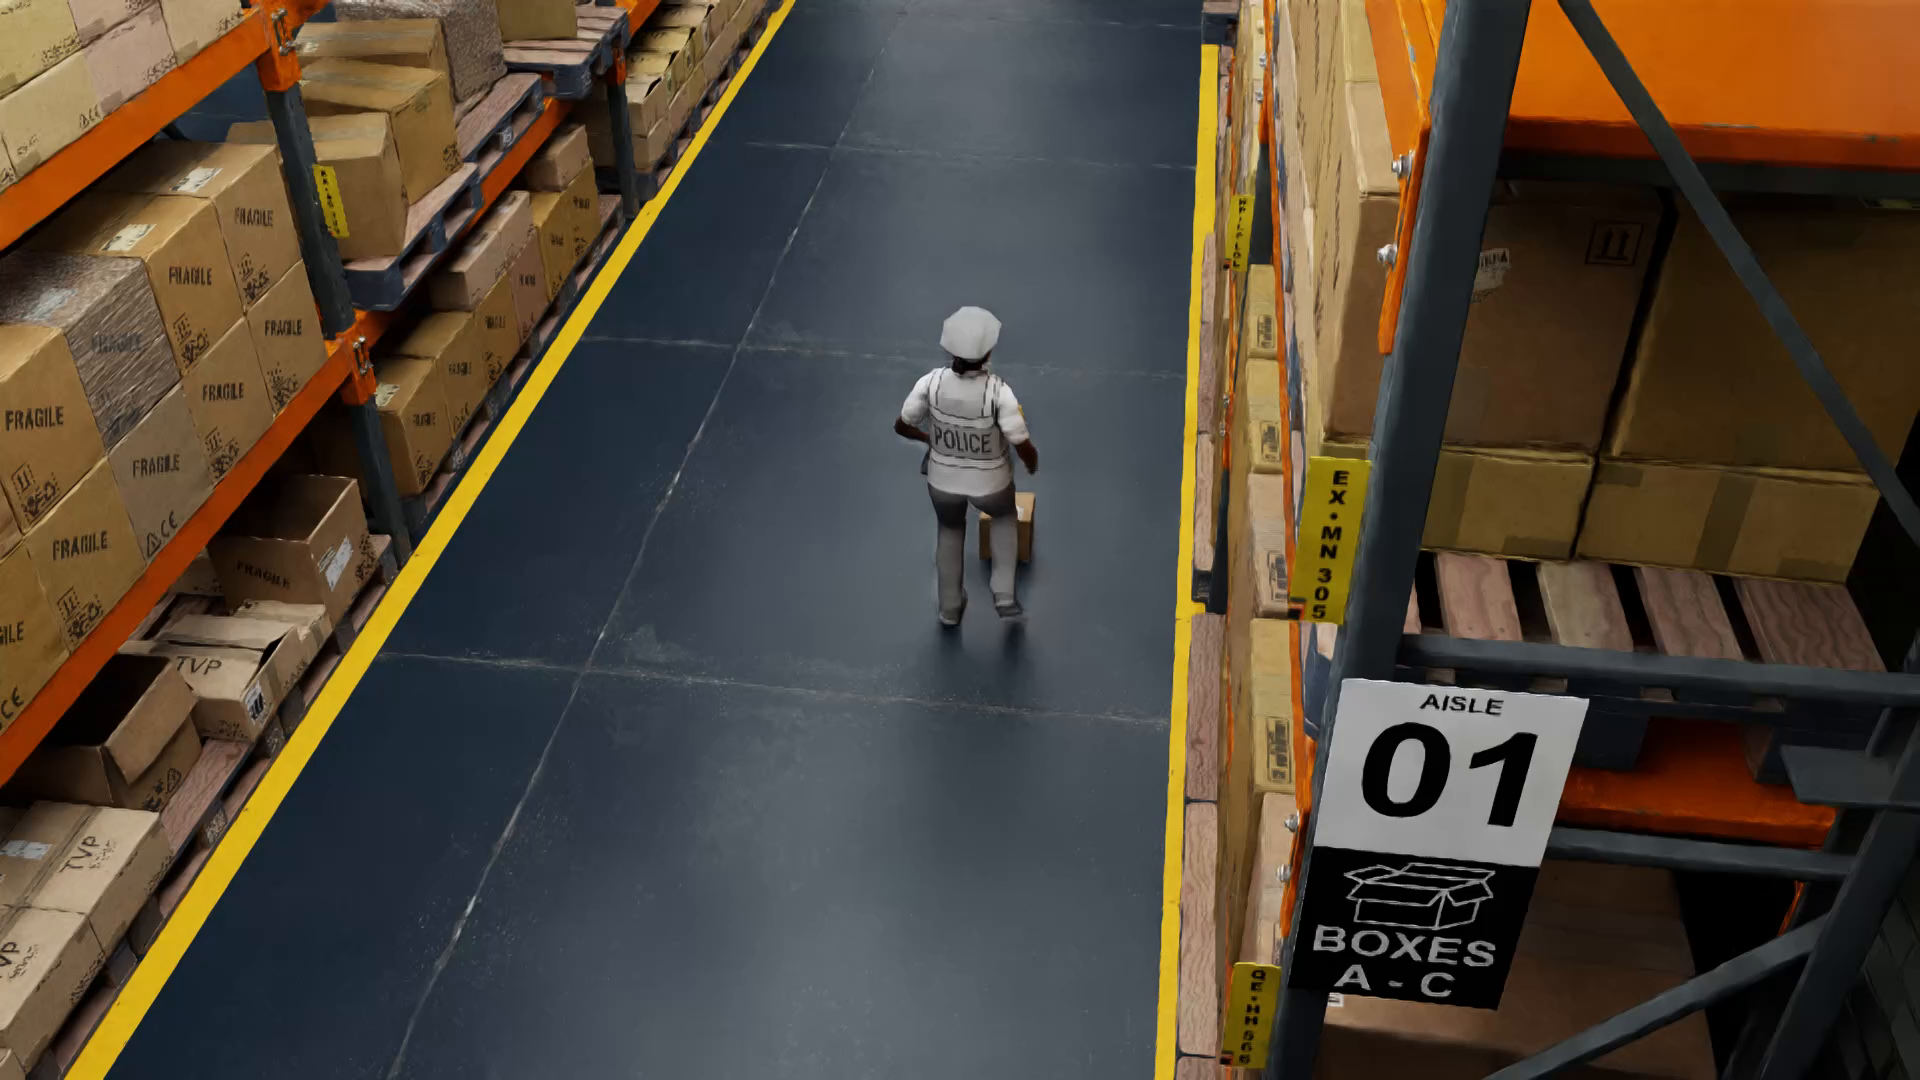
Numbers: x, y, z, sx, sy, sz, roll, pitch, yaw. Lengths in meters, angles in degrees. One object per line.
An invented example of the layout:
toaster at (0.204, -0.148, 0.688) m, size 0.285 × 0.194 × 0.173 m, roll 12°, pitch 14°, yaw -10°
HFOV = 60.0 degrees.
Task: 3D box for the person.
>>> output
person at (0.056, -0.322, 7.468) m, size 0.608 × 1.659 × 0.467 m, roll 5°, pitch 37°, yaw 7°
